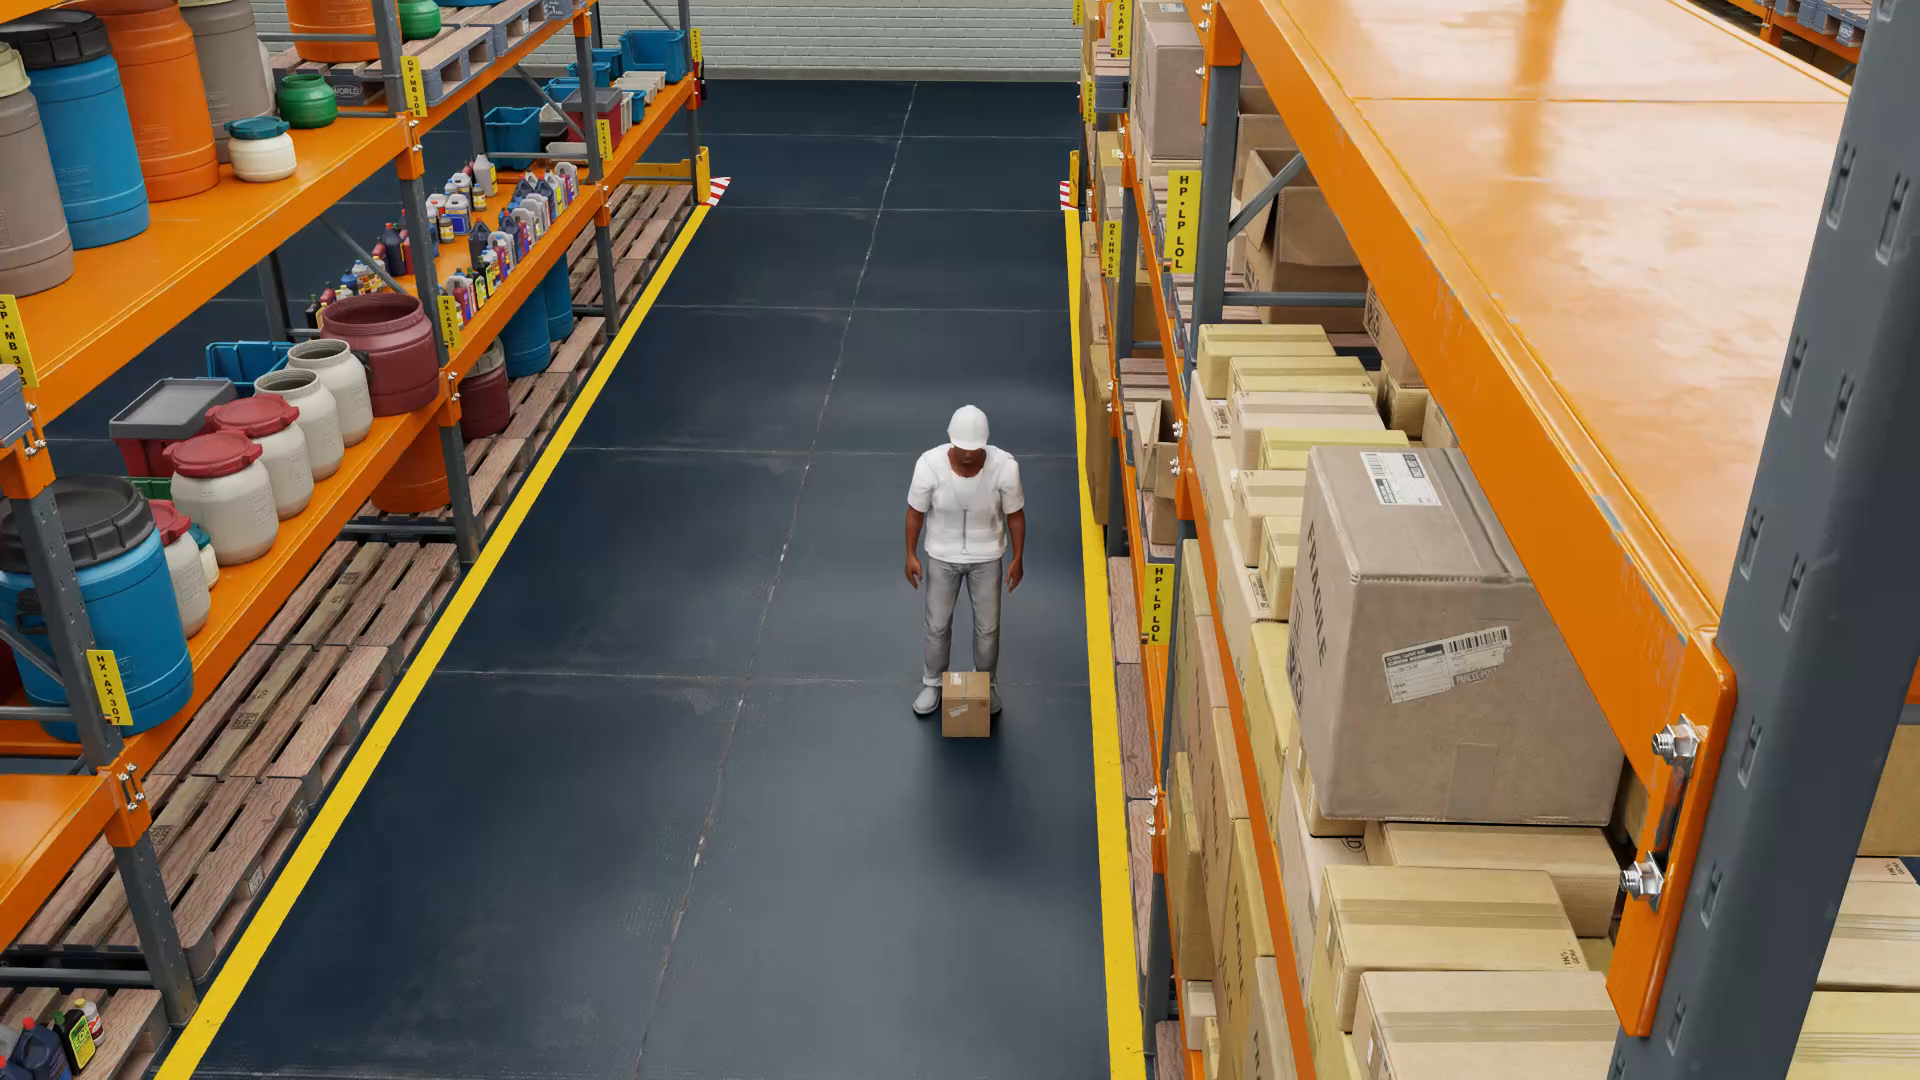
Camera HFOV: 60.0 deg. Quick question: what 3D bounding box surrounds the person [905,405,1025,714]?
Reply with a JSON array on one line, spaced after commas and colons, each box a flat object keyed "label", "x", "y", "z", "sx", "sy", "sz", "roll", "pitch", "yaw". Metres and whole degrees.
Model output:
[{"label": "person", "x": 0.023, "y": 0.096, "z": 8.654, "sx": 0.626, "sy": 1.760, "sz": 0.461, "roll": 1, "pitch": 28, "yaw": 2}]
